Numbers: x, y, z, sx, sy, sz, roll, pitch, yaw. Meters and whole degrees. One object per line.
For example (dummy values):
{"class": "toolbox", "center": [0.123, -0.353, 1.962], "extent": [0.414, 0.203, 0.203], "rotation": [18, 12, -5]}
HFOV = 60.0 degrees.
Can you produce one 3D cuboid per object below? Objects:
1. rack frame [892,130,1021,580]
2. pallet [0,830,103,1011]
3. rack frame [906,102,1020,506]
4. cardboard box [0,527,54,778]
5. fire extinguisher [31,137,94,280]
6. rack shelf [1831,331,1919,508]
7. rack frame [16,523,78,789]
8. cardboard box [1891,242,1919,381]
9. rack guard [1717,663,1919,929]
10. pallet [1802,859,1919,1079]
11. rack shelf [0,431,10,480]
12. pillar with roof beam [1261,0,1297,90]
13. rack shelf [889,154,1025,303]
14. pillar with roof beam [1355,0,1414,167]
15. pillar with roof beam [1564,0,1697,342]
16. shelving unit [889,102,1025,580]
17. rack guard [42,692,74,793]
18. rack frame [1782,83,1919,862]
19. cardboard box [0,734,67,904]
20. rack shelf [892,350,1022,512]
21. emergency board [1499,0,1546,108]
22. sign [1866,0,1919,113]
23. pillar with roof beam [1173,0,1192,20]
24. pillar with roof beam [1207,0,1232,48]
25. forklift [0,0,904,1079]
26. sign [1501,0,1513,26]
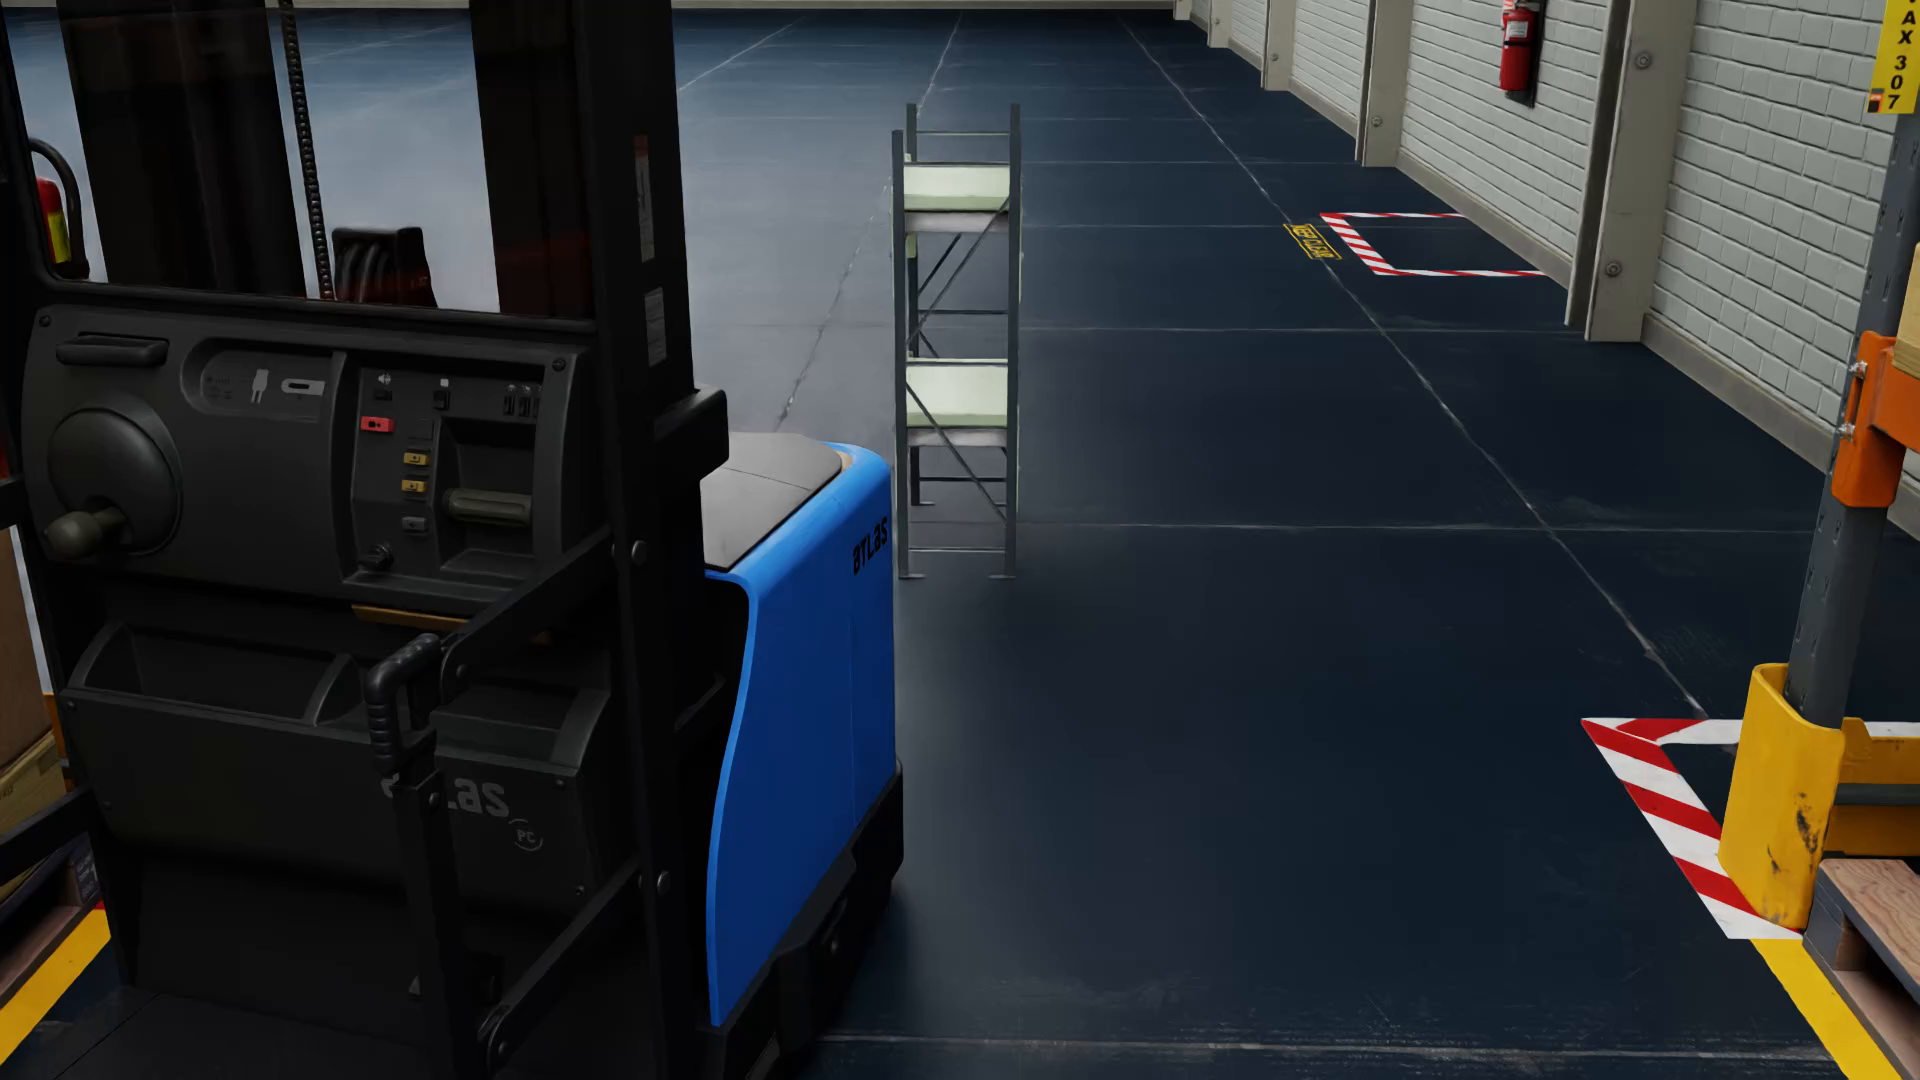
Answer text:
{"class": "rack frame", "center": [-0.011, -0.569, 5.423], "extent": [0.400, 1.500, 0.023], "rotation": [1, 21, 2]}
{"class": "pallet", "center": [-2.512, 0.921, 3.363], "extent": [1.003, 0.211, 1.213], "rotation": [1, 21, 2]}
{"class": "rack frame", "center": [0.011, -0.834, 6.105], "extent": [0.400, 1.500, 0.023], "rotation": [1, 21, 2]}
{"class": "cardboard box", "center": [-2.250, 0.278, 3.350], "extent": [0.500, 0.500, 0.500], "rotation": [1, 21, 2]}
{"class": "fire extinguisher", "center": [-2.063, -0.658, 3.684], "extent": [0.296, 0.674, 0.183], "rotation": [1, 21, 2]}
{"class": "rack shelf", "center": [2.360, 0.456, 1.702], "extent": [1.077, 0.370, 4.000], "rotation": [1, 21, 2]}
{"class": "rack frame", "center": [-2.531, -0.656, 3.573], "extent": [1.000, 3.000, 0.127], "rotation": [1, 21, 2]}
{"class": "cardboard box", "center": [2.088, -0.369, 3.014], "extent": [0.500, 0.250, 0.500], "rotation": [0, 21, 0]}
{"class": "rack guard", "center": [2.418, 0.590, 3.817], "extent": [1.175, 0.500, 0.348], "rotation": [1, 21, 2]}
{"class": "pallet", "center": [2.358, 1.018, 3.113], "extent": [1.003, 0.211, 1.213], "rotation": [1, 21, 2]}
{"class": "rack shelf", "center": [-2.592, 0.403, 1.839], "extent": [1.077, 0.370, 4.000], "rotation": [1, 21, 2]}
{"class": "pillar with roof beam", "center": [-0.492, -9.693, 18.569], "extent": [9.100, 9.000, 0.400], "rotation": [1, 21, 2]}
{"class": "rack shelf", "center": [0.000, -1.065, 5.623], "extent": [0.431, 0.370, 0.720], "rotation": [1, 21, 2]}
{"class": "pillar with roof beam", "center": [-0.674, -7.523, 12.978], "extent": [9.100, 9.000, 0.400], "rotation": [1, 21, 2]}
{"class": "pillar with roof beam", "center": [-0.857, -5.354, 7.387], "extent": [9.100, 9.000, 0.400], "rotation": [1, 21, 2]}
{"class": "shelving unit", "center": [0.000, -0.702, 5.764], "extent": [0.431, 1.500, 0.755], "rotation": [1, 21, 2]}
{"class": "rack guard", "center": [-2.530, 0.501, 4.047], "extent": [1.175, 0.500, 0.348], "rotation": [1, 21, 2]}
{"class": "rack frame", "center": [2.420, -0.603, 3.436], "extent": [1.000, 3.000, 0.127], "rotation": [1, 21, 2]}
{"class": "cardboard box", "center": [-2.252, 0.627, 3.486], "extent": [0.500, 0.250, 0.500], "rotation": [1, 21, 2]}
{"class": "rack shelf", "center": [0.000, -0.398, 5.882], "extent": [0.431, 0.370, 0.720], "rotation": [1, 21, 2]}
{"class": "emergency board", "center": [3.560, -3.403, 10.652], "extent": [0.194, 1.169, 0.643], "rotation": [1, 21, 2]}
{"class": "sign", "center": [1.878, -1.012, 3.294], "extent": [0.100, 0.325, 0.005], "rotation": [1, 21, 2]}
{"class": "pillar with roof beam", "center": [-0.127, -14.031, 29.751], "extent": [9.100, 9.000, 0.400], "rotation": [1, 21, 2]}
{"class": "pillar with roof beam", "center": [-0.309, -11.862, 24.160], "extent": [9.100, 9.000, 0.400], "rotation": [1, 21, 2]}
{"class": "forklift", "center": [-1.045, -0.109, 2.257], "extent": [1.130, 2.935, 3.031], "rotation": [6, 22, 16]}
{"class": "sign", "center": [3.679, -3.618, 11.158], "extent": [0.001, 0.329, 0.234], "rotation": [1, 21, 2]}
